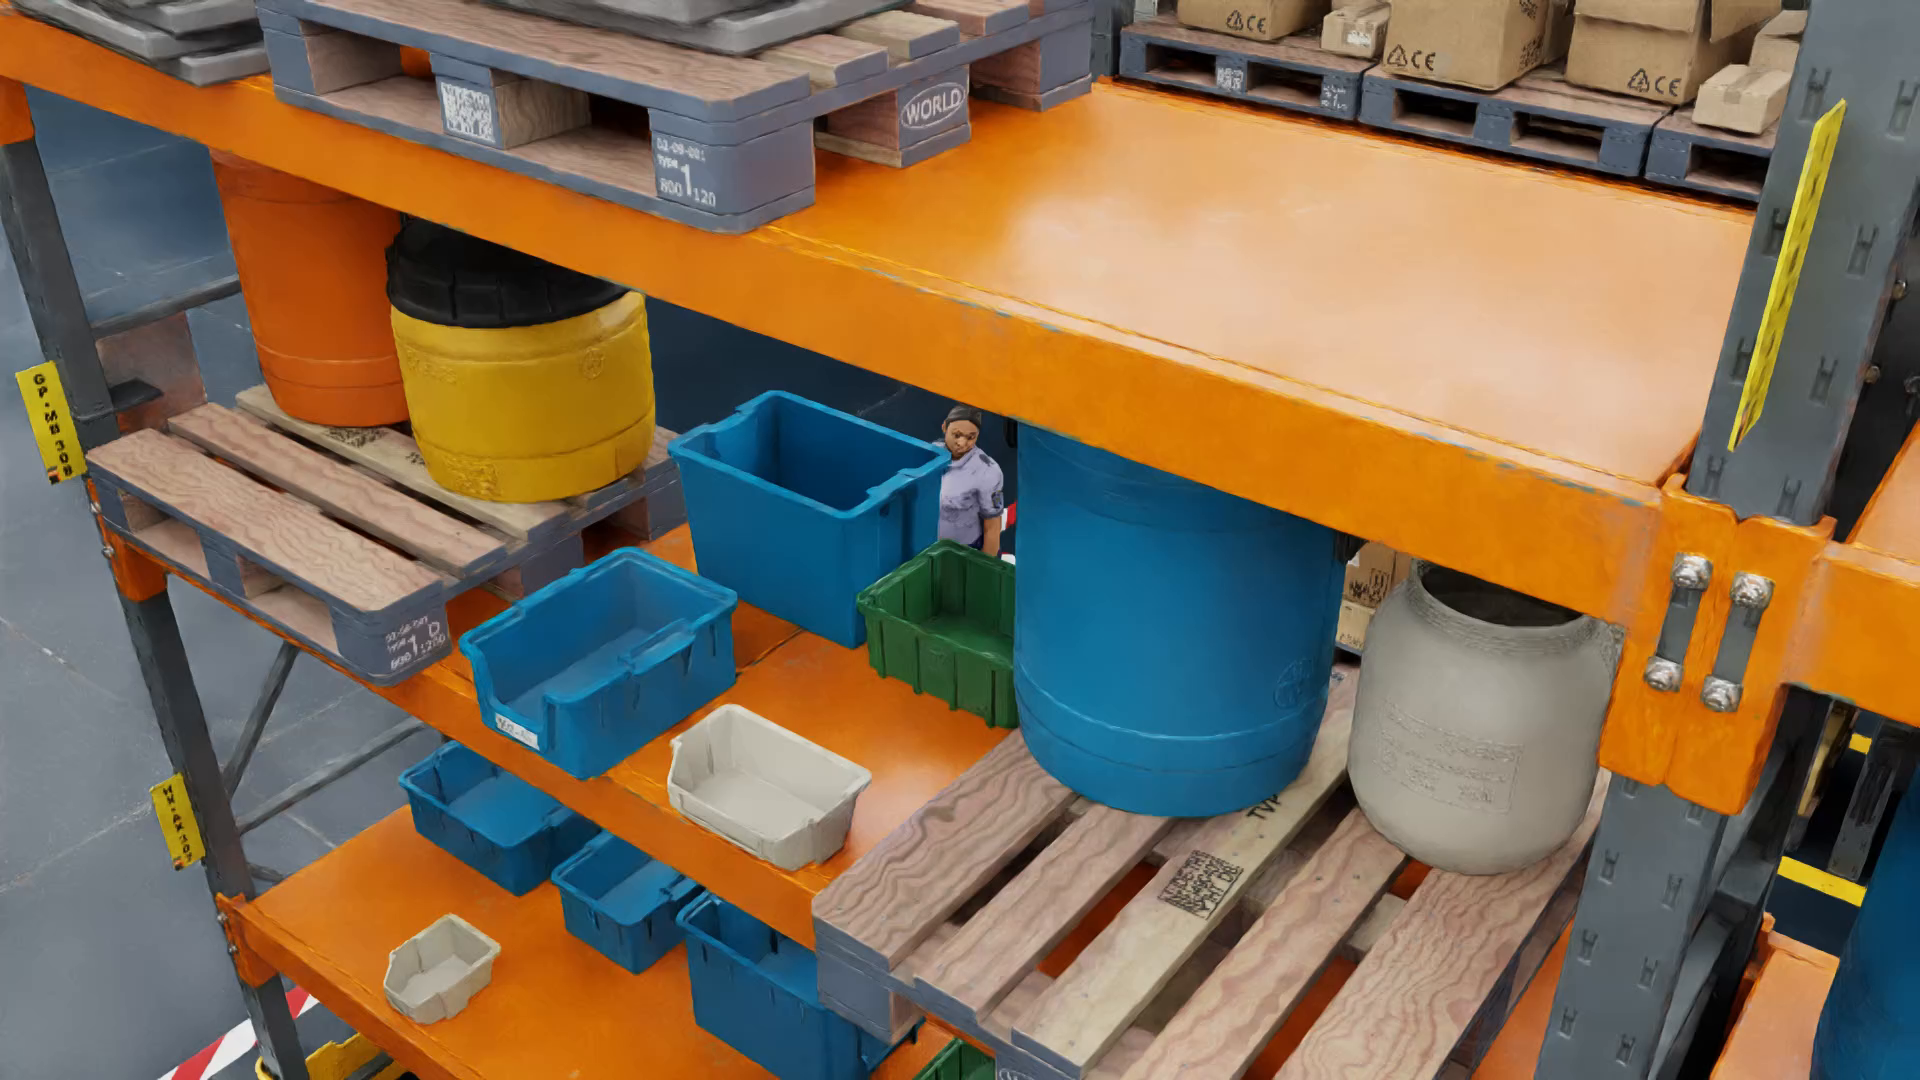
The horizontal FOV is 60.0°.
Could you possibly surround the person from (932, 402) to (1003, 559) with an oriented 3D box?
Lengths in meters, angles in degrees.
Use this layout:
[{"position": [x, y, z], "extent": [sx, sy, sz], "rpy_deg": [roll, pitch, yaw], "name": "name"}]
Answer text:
[{"position": [-0.019, 0.020, 8.069], "extent": [0.684, 1.643, 0.596], "rpy_deg": [27, 40, 37], "name": "person"}]
